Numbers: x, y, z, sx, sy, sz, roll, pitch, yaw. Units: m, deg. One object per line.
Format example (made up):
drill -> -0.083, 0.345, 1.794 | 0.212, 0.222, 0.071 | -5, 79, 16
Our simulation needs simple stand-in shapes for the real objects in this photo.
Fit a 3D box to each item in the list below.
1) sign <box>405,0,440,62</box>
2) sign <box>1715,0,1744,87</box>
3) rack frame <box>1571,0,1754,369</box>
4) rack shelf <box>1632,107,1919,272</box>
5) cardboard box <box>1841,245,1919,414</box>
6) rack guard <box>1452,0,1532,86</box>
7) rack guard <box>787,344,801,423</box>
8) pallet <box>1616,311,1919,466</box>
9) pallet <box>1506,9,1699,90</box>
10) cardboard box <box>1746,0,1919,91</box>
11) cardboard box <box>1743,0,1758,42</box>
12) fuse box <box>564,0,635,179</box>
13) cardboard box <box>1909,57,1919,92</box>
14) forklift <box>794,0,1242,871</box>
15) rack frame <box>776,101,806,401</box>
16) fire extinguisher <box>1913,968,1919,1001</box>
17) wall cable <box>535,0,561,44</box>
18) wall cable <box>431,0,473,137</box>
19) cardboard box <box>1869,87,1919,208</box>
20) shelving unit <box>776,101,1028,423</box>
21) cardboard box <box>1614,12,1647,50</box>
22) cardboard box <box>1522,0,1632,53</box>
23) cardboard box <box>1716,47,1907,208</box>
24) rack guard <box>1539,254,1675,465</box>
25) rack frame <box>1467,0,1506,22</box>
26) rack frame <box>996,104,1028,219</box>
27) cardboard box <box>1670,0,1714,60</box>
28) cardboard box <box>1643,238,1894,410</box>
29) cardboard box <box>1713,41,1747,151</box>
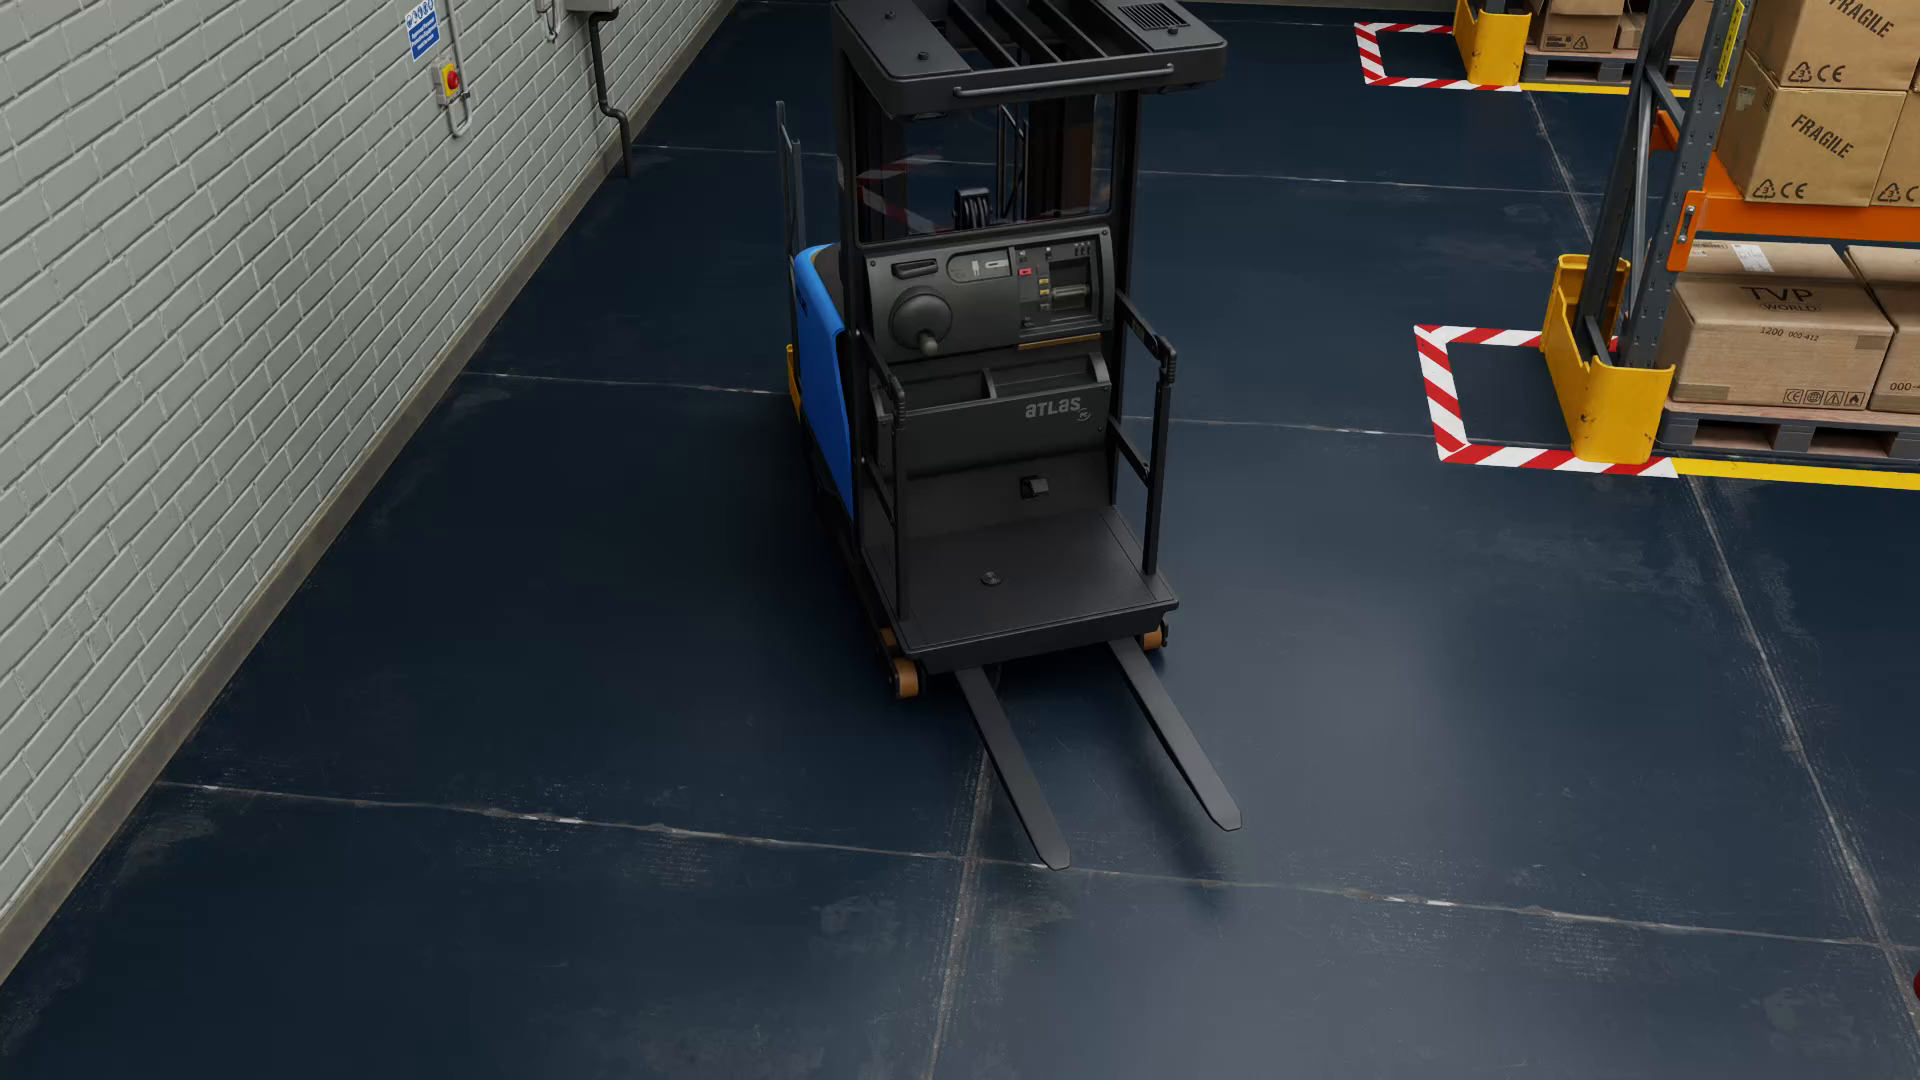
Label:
sign -> -2.520, -2.403, 7.803 | 0.001, 0.218, 0.327 | 4, 36, 6
sign -> 3.066, -1.978, 6.626 | 0.005, 0.325, 0.100 | 4, 36, 6
rack frame -> 3.143, -1.913, 7.348 | 0.127, 3.000, 1.000 | 4, 36, 6
rack shelf -> 5.126, -1.472, 7.350 | 4.000, 0.370, 1.077 | 4, 36, 6
cardboard box -> 4.719, -0.987, 7.895 | 0.875, 0.438, 0.875 | 5, 36, 7
rack guard -> 3.847, -3.750, 12.074 | 0.348, 0.500, 1.175 | 4, 36, 6
rack guard -> -0.746, -0.694, 8.008 | 0.087, 0.250, 0.587 | -8, 36, -11
pallet -> 3.946, -0.764, 8.138 | 1.213, 0.211, 1.003 | 4, 36, 6
pallet -> 4.637, -3.574, 12.076 | 1.213, 0.211, 1.003 | 4, 36, 6
cardboard box -> 3.582, -2.161, 6.749 | 0.500, 0.500, 0.500 | 4, 36, 5
cardboard box -> 3.651, -2.462, 7.171 | 0.500, 0.500, 0.500 | 5, 36, 8
fuse box -> -2.041, -2.992, 9.969 | 0.414, 1.711, 0.539 | 4, 36, 6
cardboard box -> 4.096, -2.127, 6.701 | 0.500, 0.500, 0.500 | 3, 36, 5
forklift -> 0.182, -0.842, 5.907 | 1.130, 2.935, 3.031 | -10, 37, -14
rack frame -> -0.747, -1.203, 7.644 | 0.032, 1.500, 0.500 | -8, 36, -11
fire extinguisher -> 2.421, 0.846, 3.871 | 0.183, 0.674, 0.296 | 4, 36, 6
wall cable -> -2.284, -3.548, 8.765 | 0.122, 1.984, 0.588 | 4, 36, 6
wall cable -> -2.453, -2.743, 7.610 | 0.123, 1.953, 0.585 | 4, 36, 6
cardboard box -> 4.087, -1.731, 7.008 | 0.500, 0.500, 0.500 | 4, 36, 5
shelving unit -> -0.261, -1.269, 7.737 | 1.083, 1.500, 0.587 | -8, 36, -11
cardboard box -> 4.782, -3.630, 11.847 | 0.250, 0.149, 0.380 | 3, 36, 4
cardboard box -> 4.366, -3.828, 11.819 | 0.637, 0.503, 0.797 | 3, 36, 4
cardboard box -> 3.582, -1.753, 7.037 | 0.500, 0.500, 0.500 | 4, 36, 6
rack guard -> 3.119, -0.897, 8.077 | 0.348, 0.500, 1.175 | 4, 36, 6
rack frame -> 3.771, -4.773, 11.356 | 0.127, 3.000, 1.000 | 4, 36, 6
rack frame -> 0.243, -1.338, 7.834 | 0.032, 1.500, 0.500 | -8, 36, -11
cardboard box -> 5.209, -3.741, 11.700 | 0.500, 0.500, 0.700 | 6, 36, 8
cardboard box -> 3.810, -1.050, 7.983 | 0.875, 0.438, 0.875 | 3, 36, 4
cardboard box -> 3.655, -2.070, 7.483 | 0.500, 0.500, 0.500 | 4, 36, 6
